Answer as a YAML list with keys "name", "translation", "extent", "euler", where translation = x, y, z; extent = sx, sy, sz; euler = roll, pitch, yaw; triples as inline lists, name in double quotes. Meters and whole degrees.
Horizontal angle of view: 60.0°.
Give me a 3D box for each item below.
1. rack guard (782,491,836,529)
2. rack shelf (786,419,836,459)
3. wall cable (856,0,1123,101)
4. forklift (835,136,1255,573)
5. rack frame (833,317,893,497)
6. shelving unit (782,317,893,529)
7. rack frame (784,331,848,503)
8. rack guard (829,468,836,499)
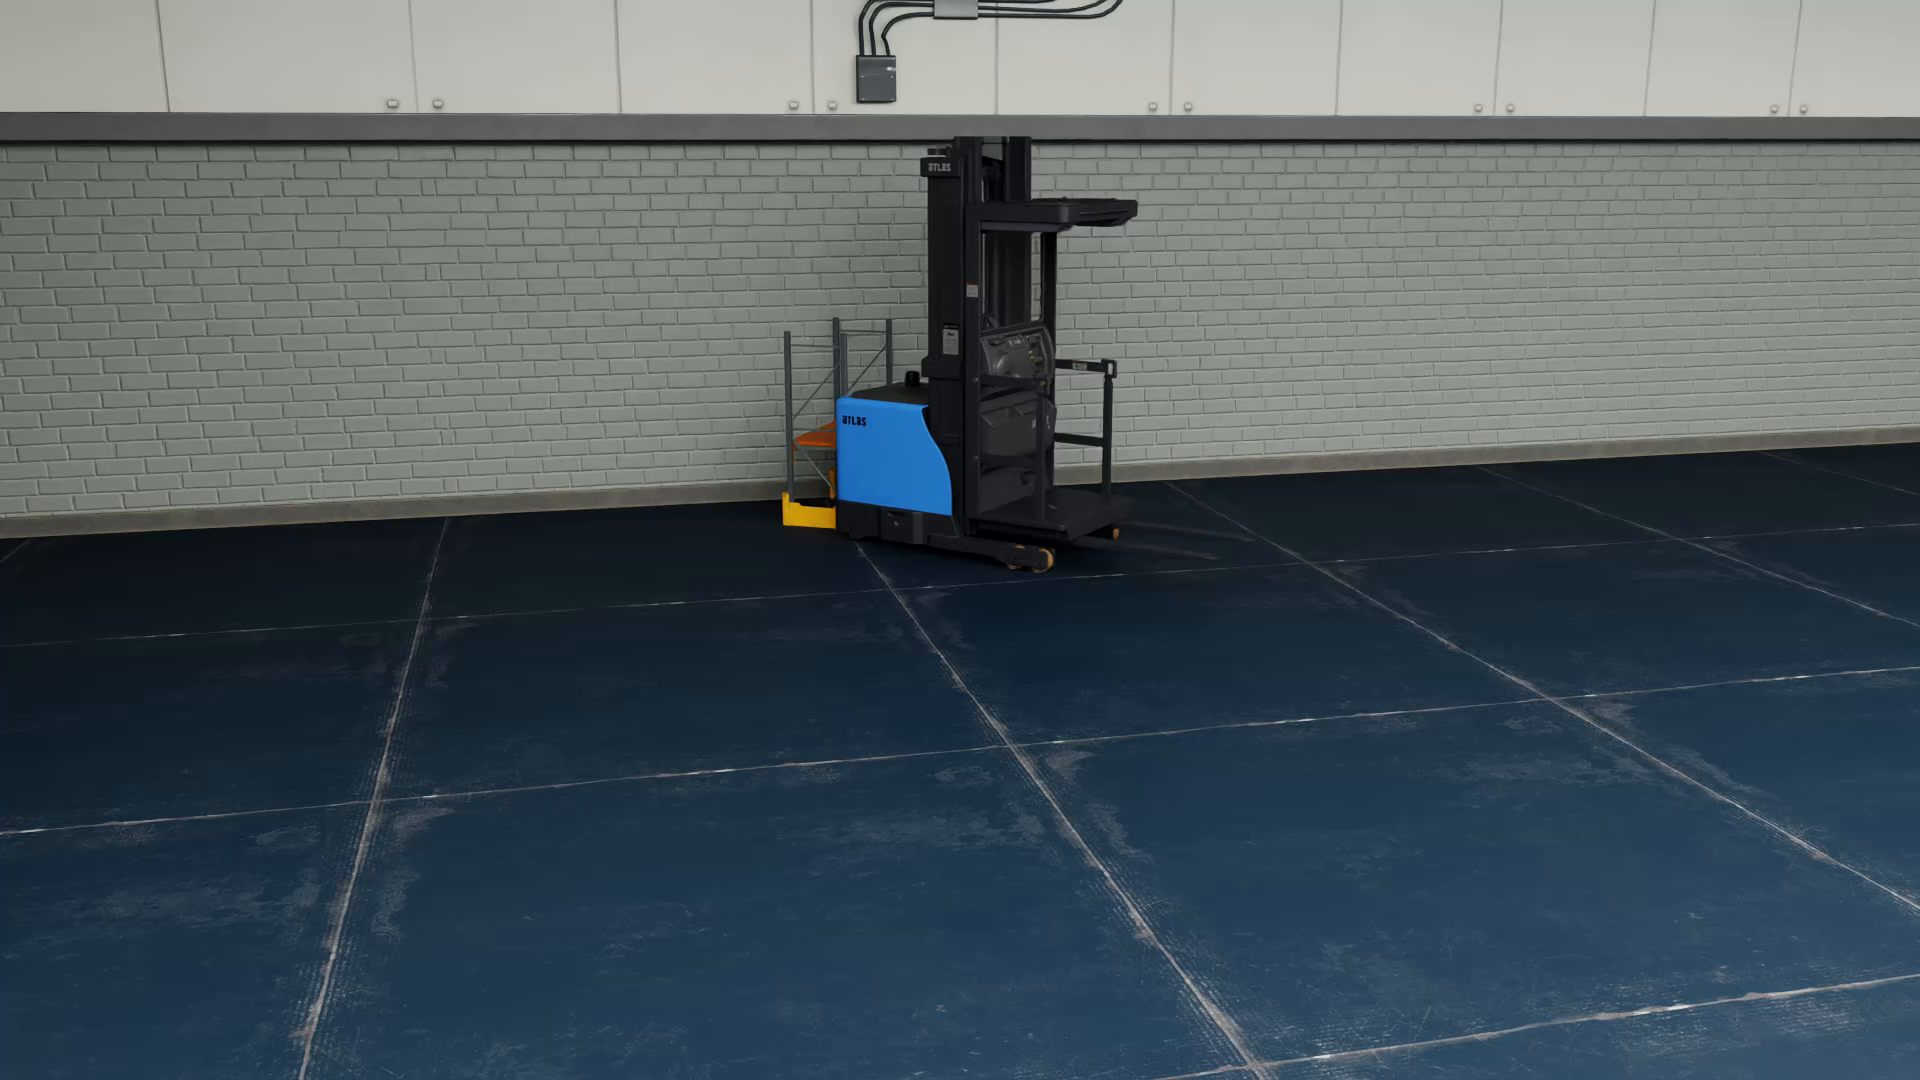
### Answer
- name: "rack guard"
  translation: [-1.089, -0.227, 12.831]
  extent: [0.587, 0.250, 0.087]
  euler: [4, 14, 17]
- name: "rack shelf"
  translation: [-0.940, -0.775, 13.196]
  extent: [0.538, 0.185, 1.000]
  euler: [4, 14, 17]
- name: "wall cable"
  translation: [0.312, -6.454, 12.716]
  extent: [2.305, 6.003, 0.169]
  euler: [-3, 14, -13]
- name: "forklift"
  translation: [0.589, -1.340, 11.735]
  extent: [3.031, 2.935, 1.130]
  euler: [9, 16, 31]
- name: "rack frame"
  translation: [-0.790, -1.065, 13.626]
  extent: [0.500, 1.500, 0.032]
  euler: [4, 14, 17]
- name: "shelving unit"
  translation: [-0.942, -0.947, 13.145]
  extent: [0.587, 1.500, 1.083]
  euler: [4, 14, 17]
- name: "rack frame"
  translation: [-1.089, -0.834, 12.682]
  extent: [0.500, 1.500, 0.032]
  euler: [4, 14, 17]
- name: "rack guard"
  translation: [-0.796, -0.453, 13.756]
  extent: [0.587, 0.250, 0.087]
  euler: [4, 14, 17]
